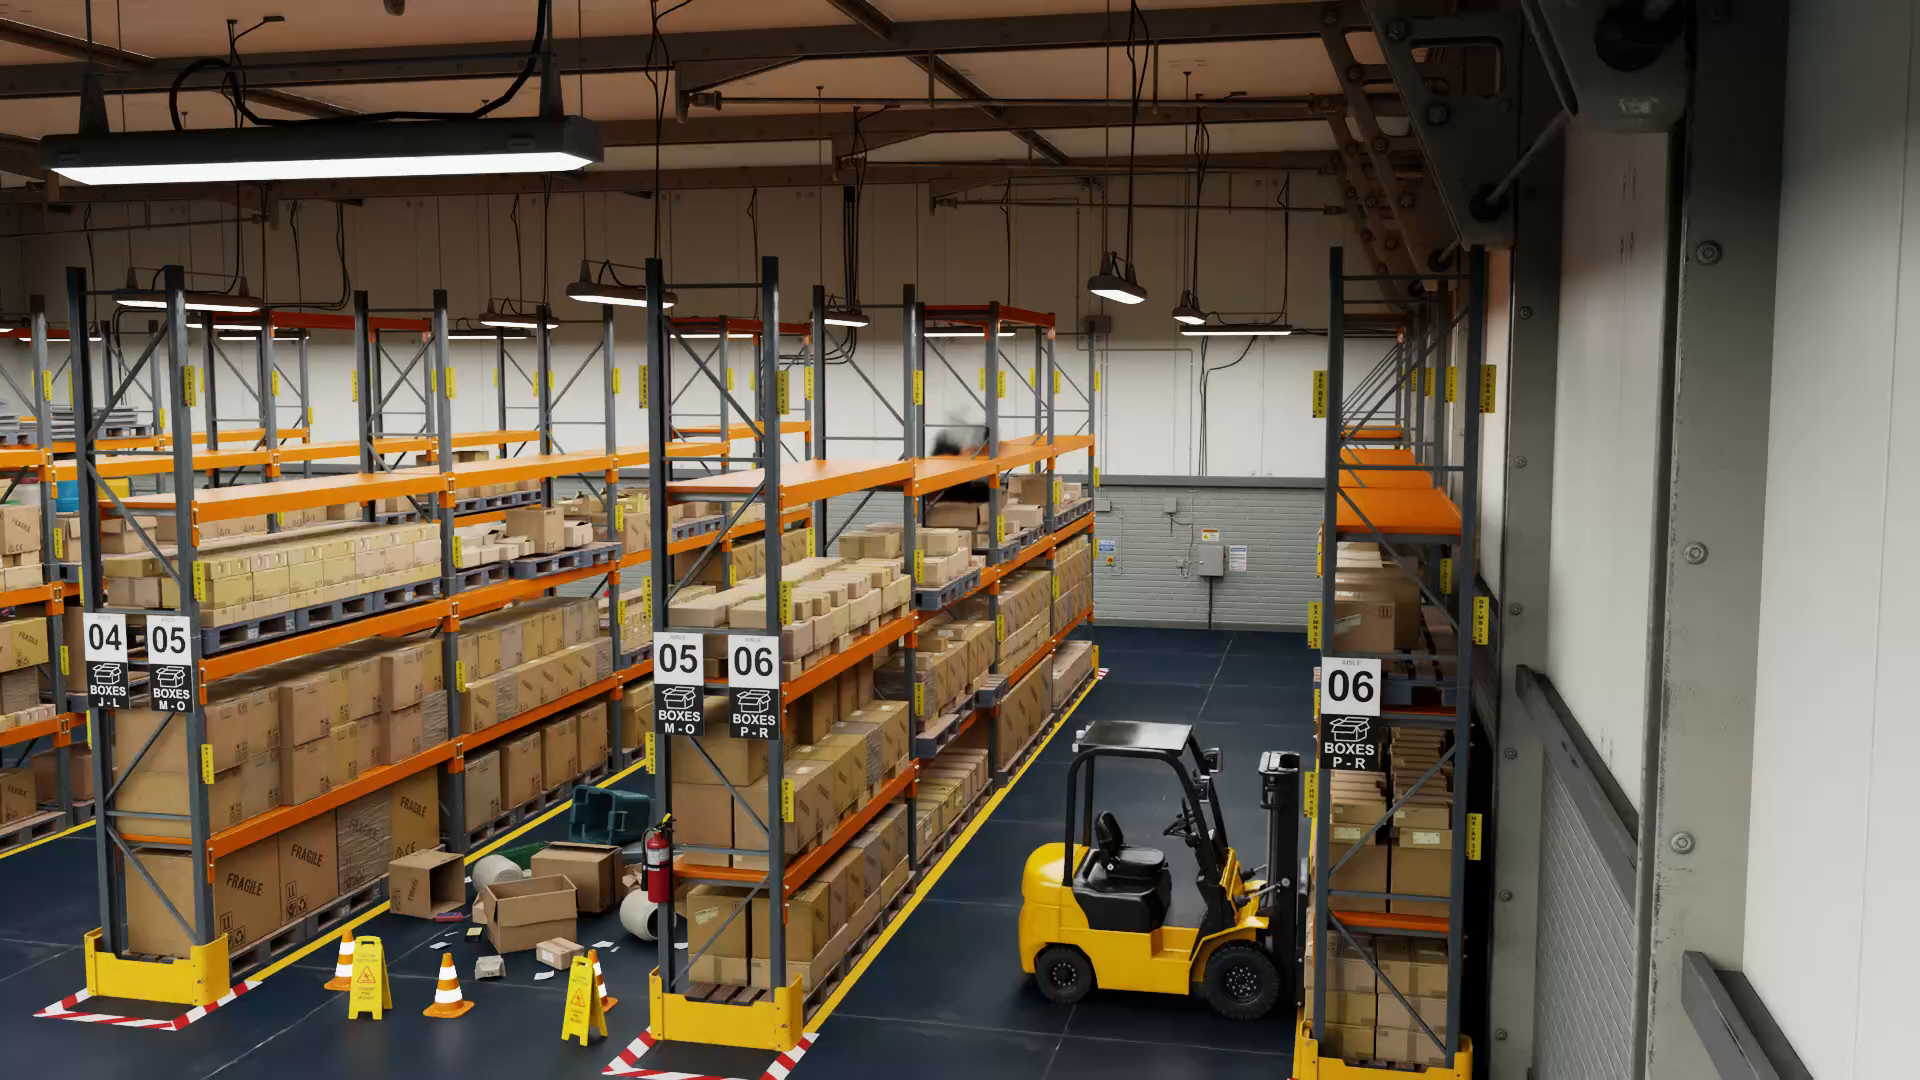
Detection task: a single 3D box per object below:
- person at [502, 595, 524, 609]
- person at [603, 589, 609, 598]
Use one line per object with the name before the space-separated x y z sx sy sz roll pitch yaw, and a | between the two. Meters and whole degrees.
person | -7.005 1.639 26.351 0.638 1.839 0.767 1 6 12
person | -5.511 1.603 27.030 0.701 1.742 1.032 1 6 10
